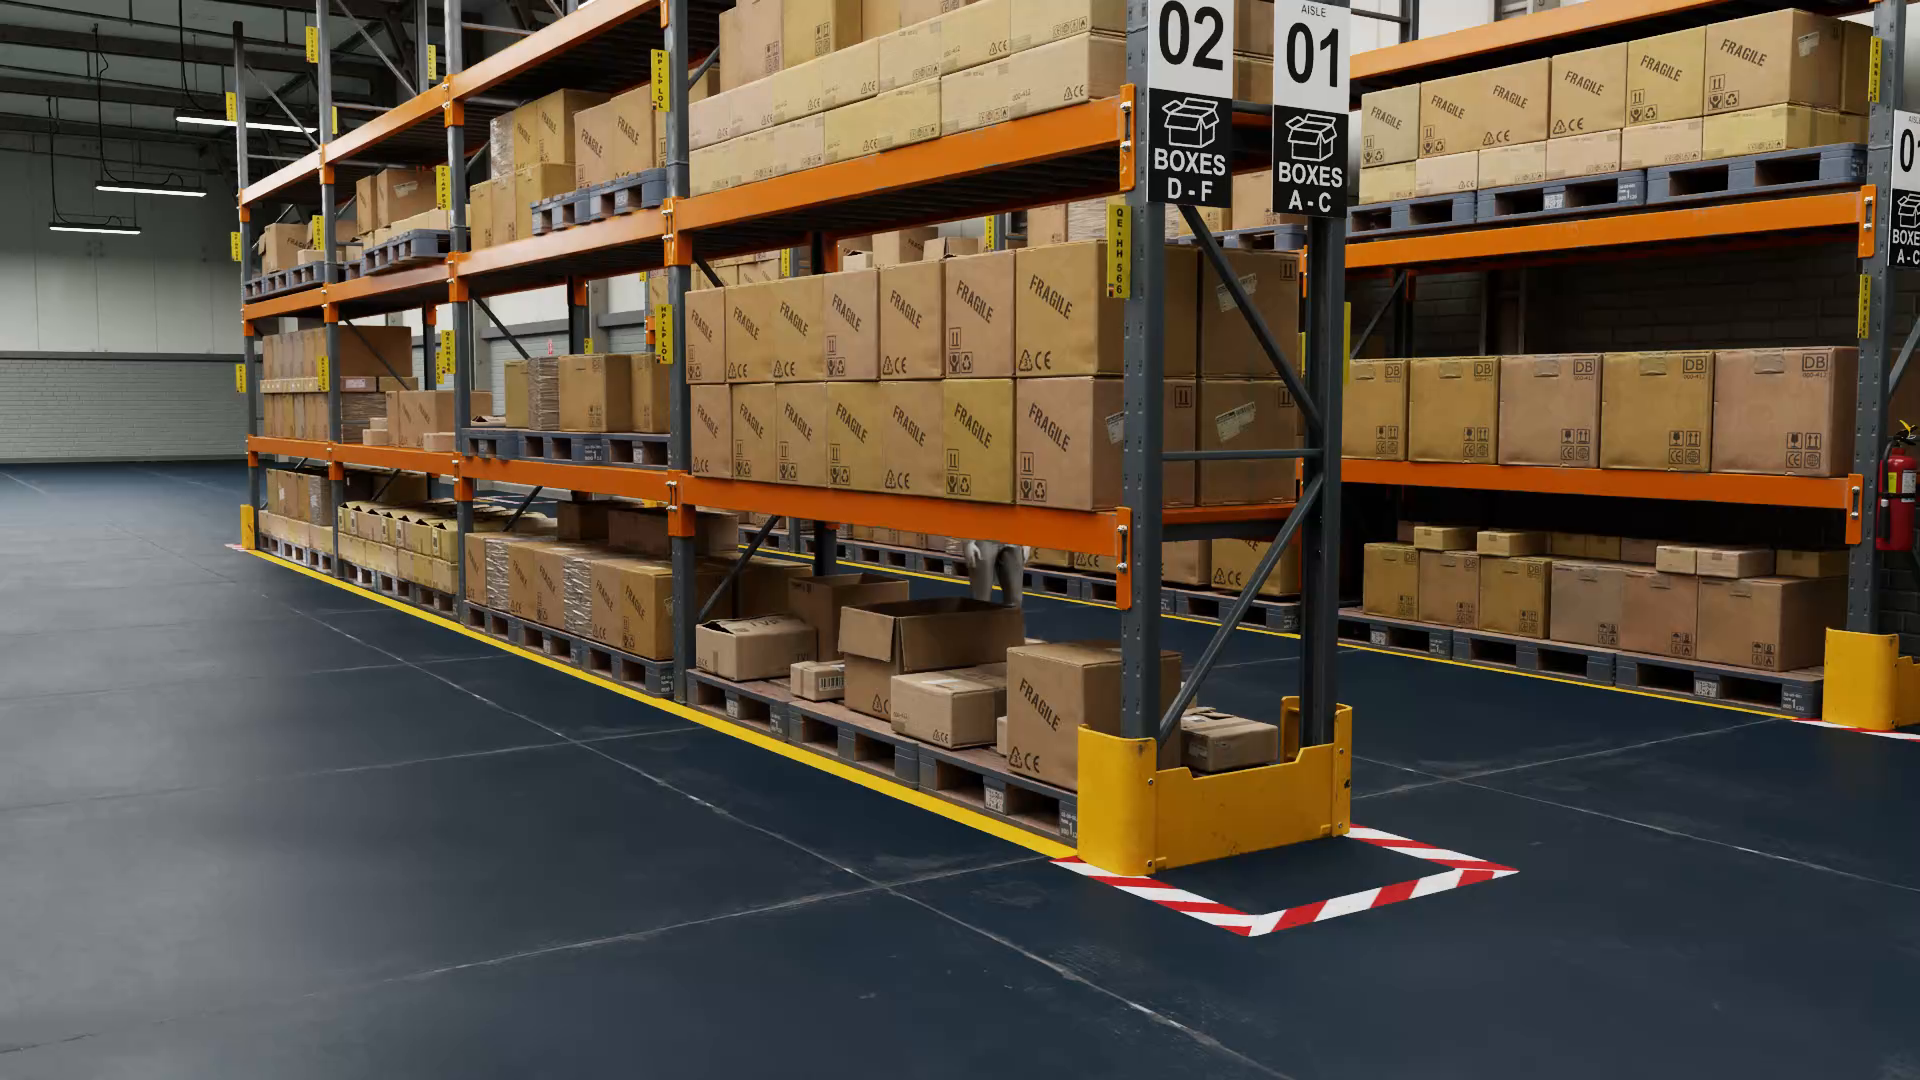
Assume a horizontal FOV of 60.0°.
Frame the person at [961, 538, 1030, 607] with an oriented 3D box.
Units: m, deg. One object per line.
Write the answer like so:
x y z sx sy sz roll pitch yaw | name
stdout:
0.237 0.025 10.270 0.530 1.661 0.414 -4 6 -36 | person
